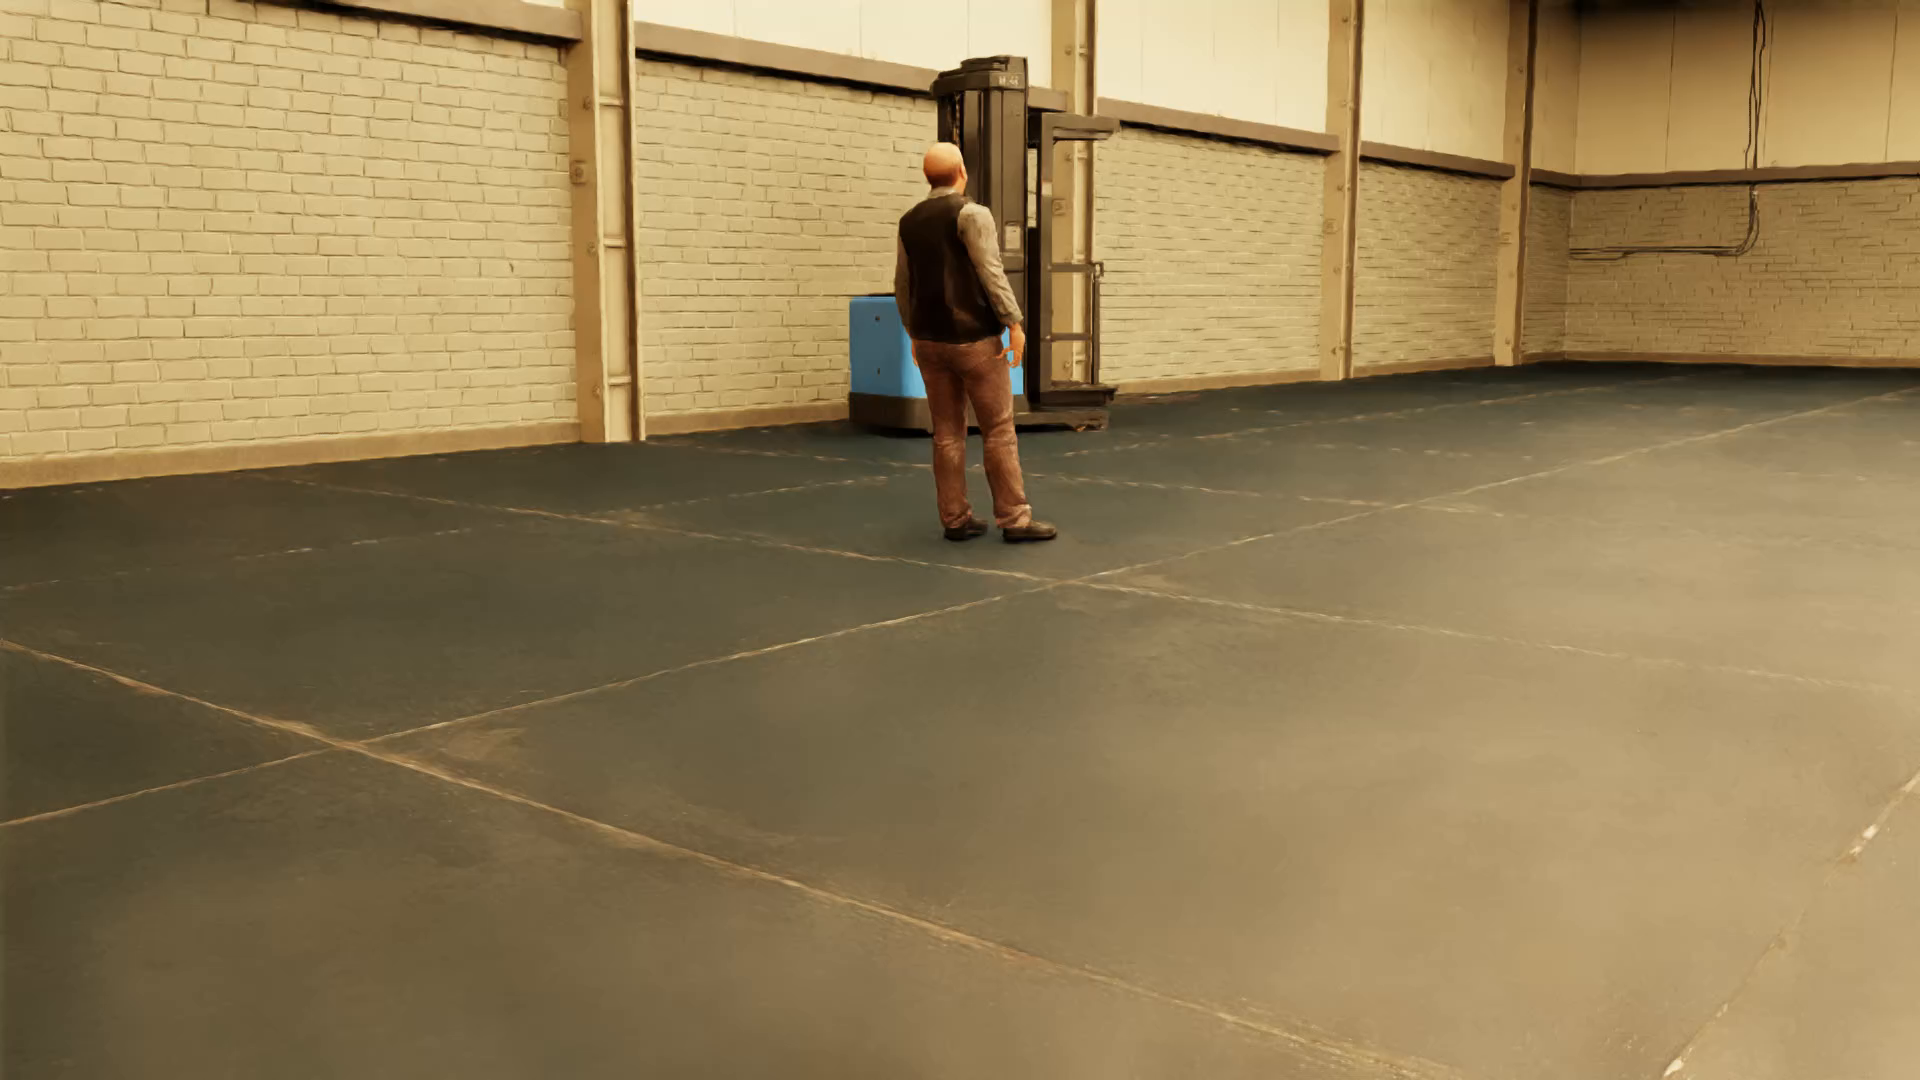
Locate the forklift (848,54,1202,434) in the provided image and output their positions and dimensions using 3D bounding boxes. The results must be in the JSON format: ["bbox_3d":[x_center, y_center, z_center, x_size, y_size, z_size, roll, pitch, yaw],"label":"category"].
[{"bbox_3d":[0.623,-2.401,13.692,3.031,2.935,1.130,-5,10,-31],"label":"forklift"}]

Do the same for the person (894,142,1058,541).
[{"bbox_3d":[0.045,-0.865,7.322,0.632,1.720,0.567,7,11,38],"label":"person"}]
